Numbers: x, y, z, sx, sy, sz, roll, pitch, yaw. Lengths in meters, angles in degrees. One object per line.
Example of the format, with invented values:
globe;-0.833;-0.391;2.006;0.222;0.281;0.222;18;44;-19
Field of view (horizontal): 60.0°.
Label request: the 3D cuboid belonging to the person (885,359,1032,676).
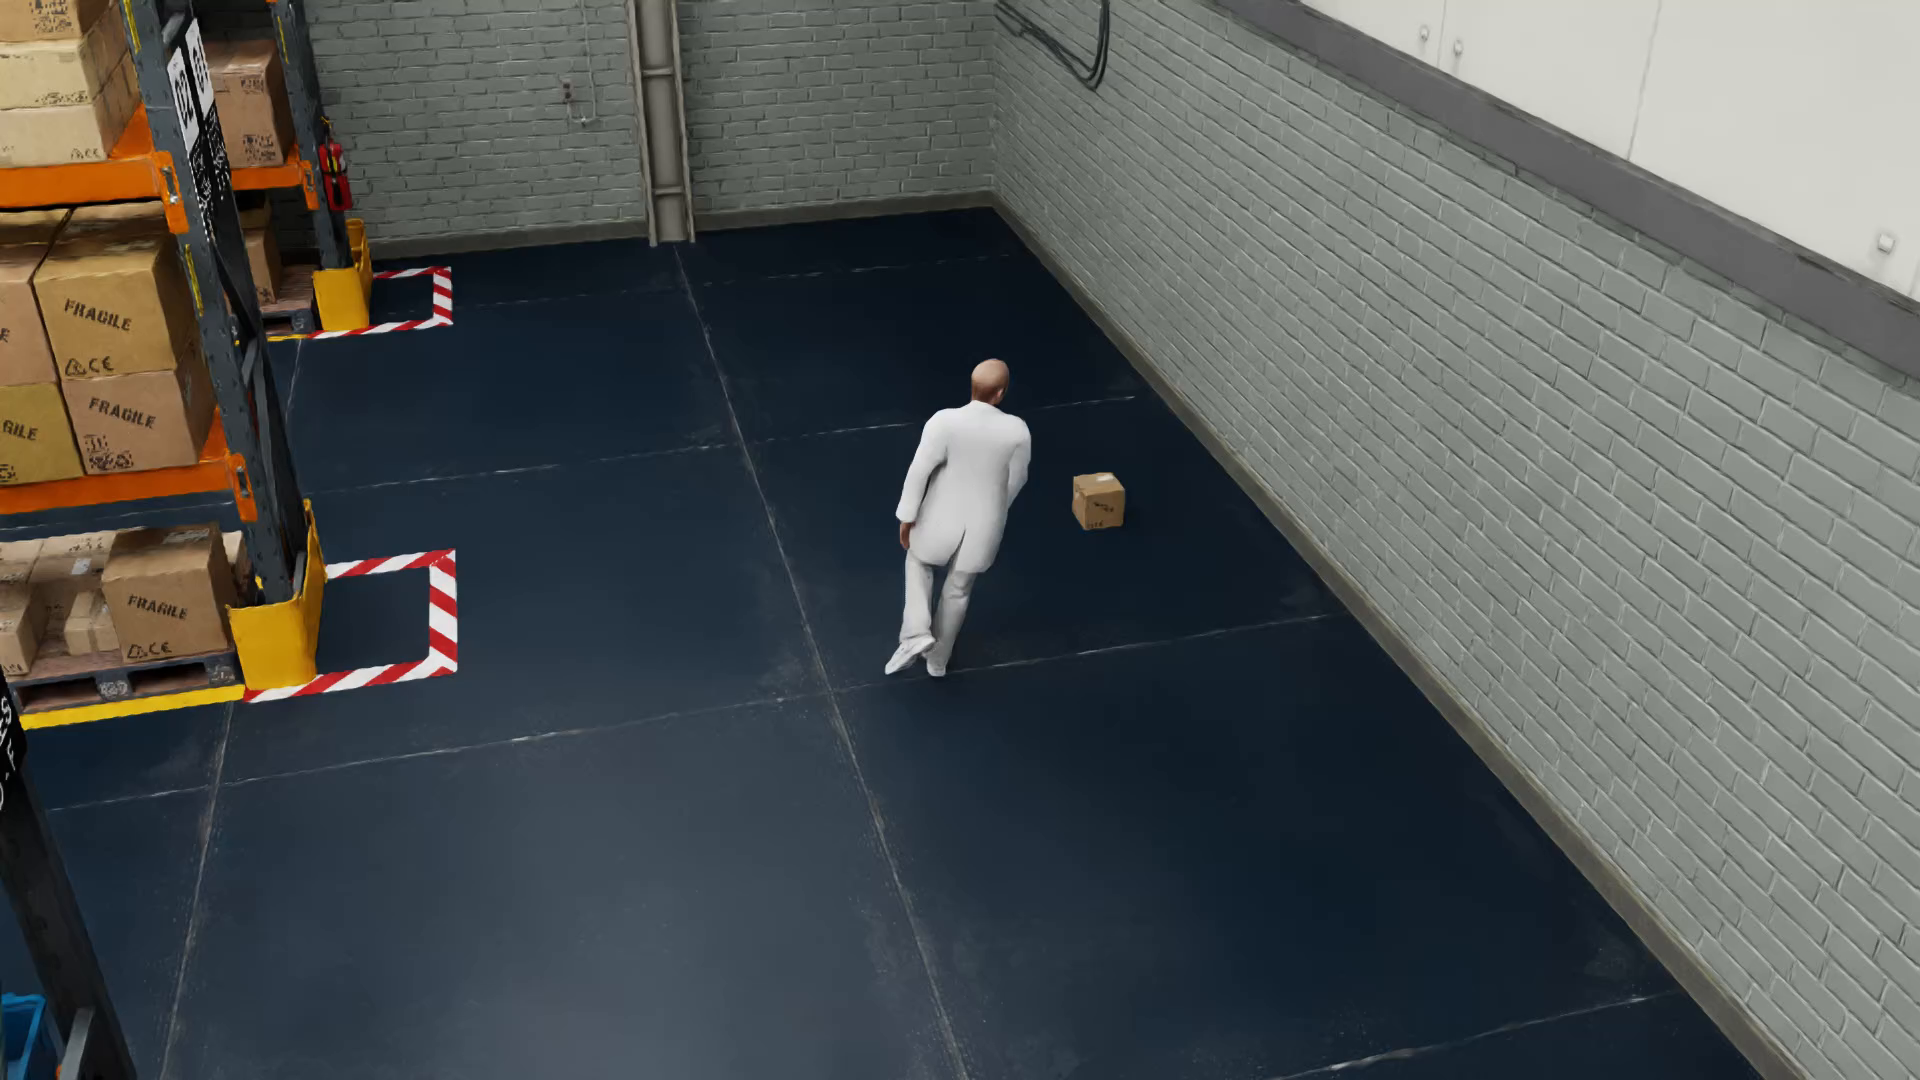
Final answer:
person;-0.024;-0.074;8.417;0.756;1.721;0.561;-2;30;-4
